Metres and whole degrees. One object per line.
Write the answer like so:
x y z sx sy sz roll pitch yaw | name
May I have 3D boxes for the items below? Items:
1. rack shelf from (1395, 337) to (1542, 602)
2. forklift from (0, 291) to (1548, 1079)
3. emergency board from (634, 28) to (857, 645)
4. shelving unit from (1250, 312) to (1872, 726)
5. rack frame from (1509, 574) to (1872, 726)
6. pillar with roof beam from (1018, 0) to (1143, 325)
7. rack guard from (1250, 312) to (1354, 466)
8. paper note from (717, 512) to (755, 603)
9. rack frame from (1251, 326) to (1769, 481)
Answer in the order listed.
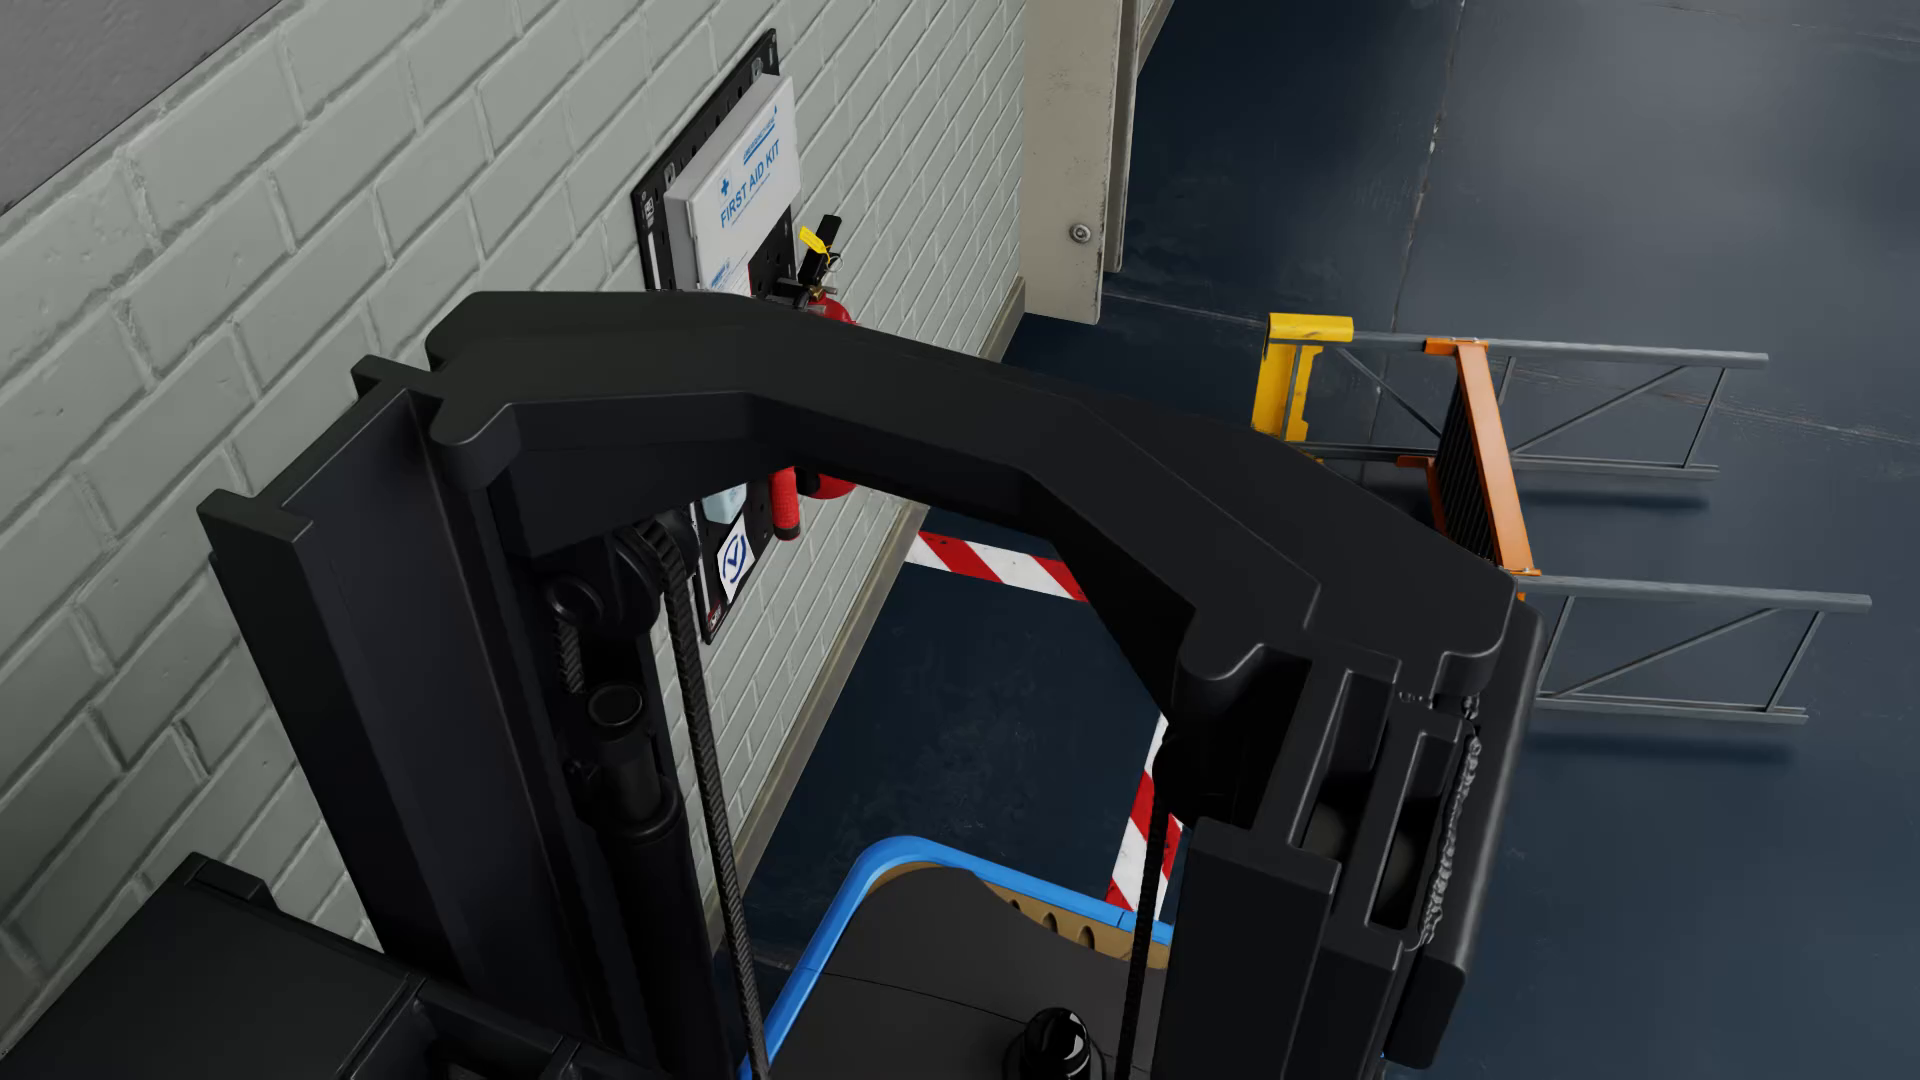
1.472 -0.081 4.894 0.185 0.538 1.000 4 44 3 | rack shelf
-0.280 1.343 1.781 1.130 2.935 3.031 17 47 16 | forklift
-0.377 -0.379 3.493 0.194 1.169 0.643 13 46 13 | emergency board
1.652 -0.076 4.890 1.500 0.587 1.083 4 44 3 | shelving unit
1.608 0.285 4.521 1.500 0.500 0.032 4 44 3 | rack frame
4.511 -3.251 2.138 9.100 9.000 0.400 13 46 13 | pillar with roof beam
1.072 -0.462 5.281 0.250 0.587 0.087 4 44 3 | rack guard
-0.496 0.039 3.695 0.016 0.148 0.142 13 46 13 | paper note
1.695 -0.424 5.245 1.500 0.500 0.032 4 44 3 | rack frame
